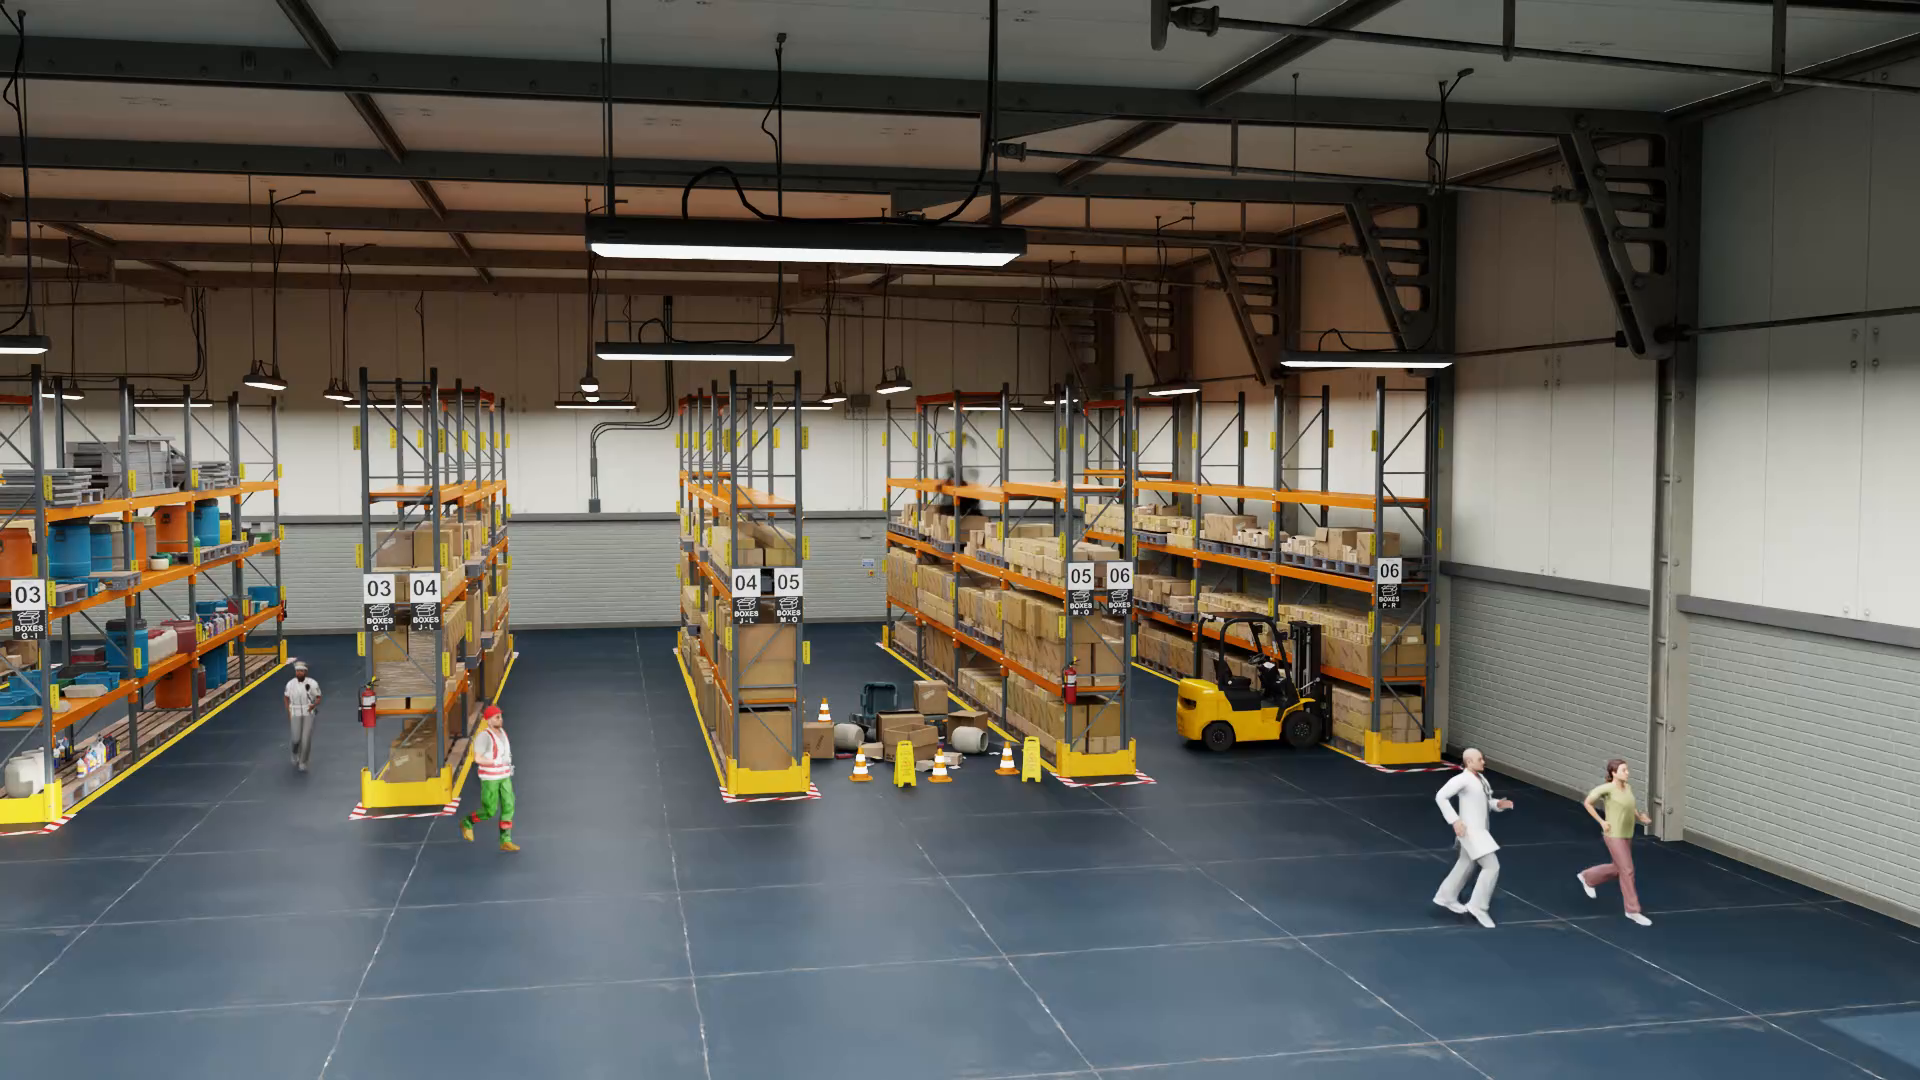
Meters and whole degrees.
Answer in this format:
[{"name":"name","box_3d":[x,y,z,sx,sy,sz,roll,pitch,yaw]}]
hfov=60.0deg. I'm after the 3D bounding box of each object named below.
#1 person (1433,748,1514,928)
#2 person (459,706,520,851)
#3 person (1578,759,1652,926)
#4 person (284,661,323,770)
[{"name":"person","box_3d":[5.334,3.090,17.308,0.829,1.846,0.670,2,4,32]},{"name":"person","box_3d":[-5.725,2.901,20.310,0.866,1.765,0.660,1,4,24]},{"name":"person","box_3d":[6.897,3.129,17.512,0.579,1.675,0.928,-2,4,-33]},{"name":"person","box_3d":[-9.995,2.670,25.289,0.566,1.670,0.571,-1,4,-17]}]
